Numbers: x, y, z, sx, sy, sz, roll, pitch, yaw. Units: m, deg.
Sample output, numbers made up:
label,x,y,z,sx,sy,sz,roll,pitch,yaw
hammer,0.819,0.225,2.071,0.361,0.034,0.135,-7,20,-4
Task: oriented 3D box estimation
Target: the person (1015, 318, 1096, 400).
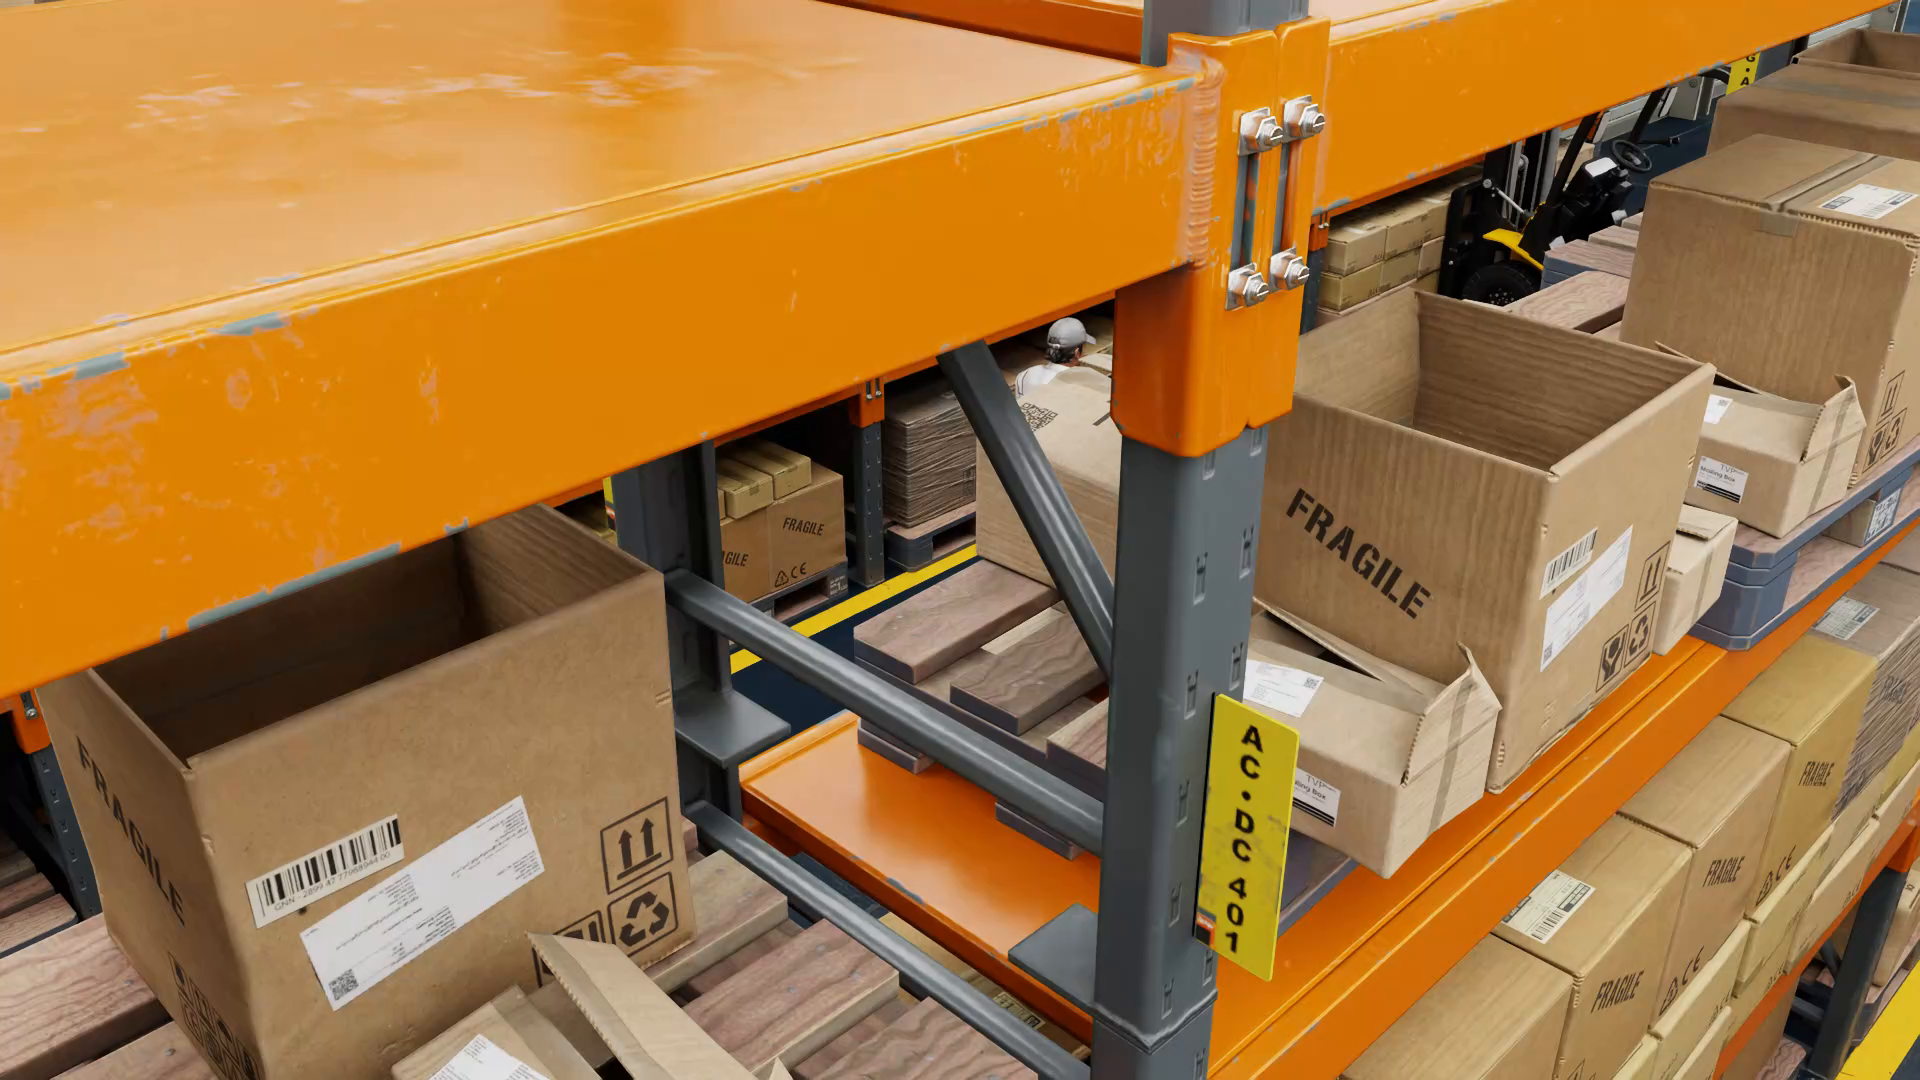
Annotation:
label,x,y,z,sx,sy,sz,roll,pitch,yaw
person,0.484,-0.271,8.127,0.538,1.665,0.468,23,36,37
